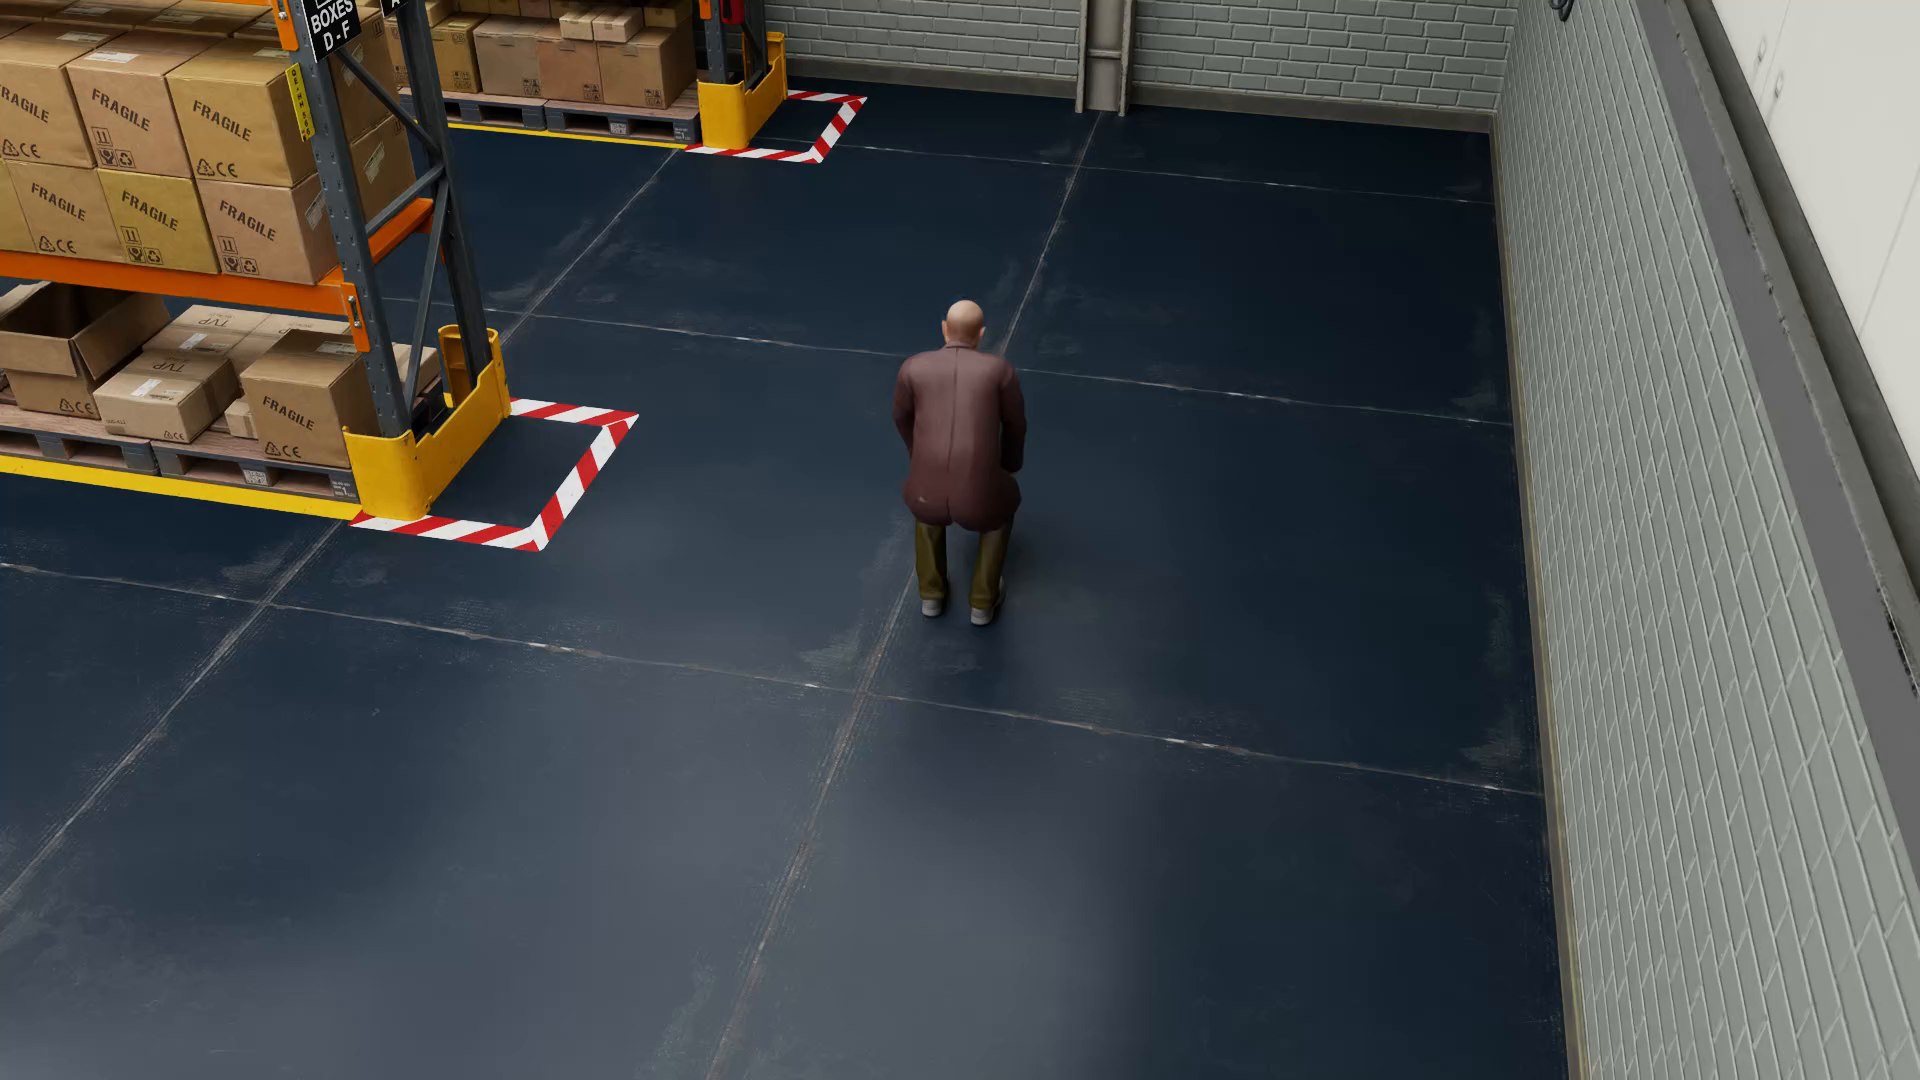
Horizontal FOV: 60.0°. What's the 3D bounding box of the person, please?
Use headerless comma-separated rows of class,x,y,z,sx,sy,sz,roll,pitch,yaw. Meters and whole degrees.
person,-0.020,-0.325,7.690,0.630,1.470,0.680,8,37,10
